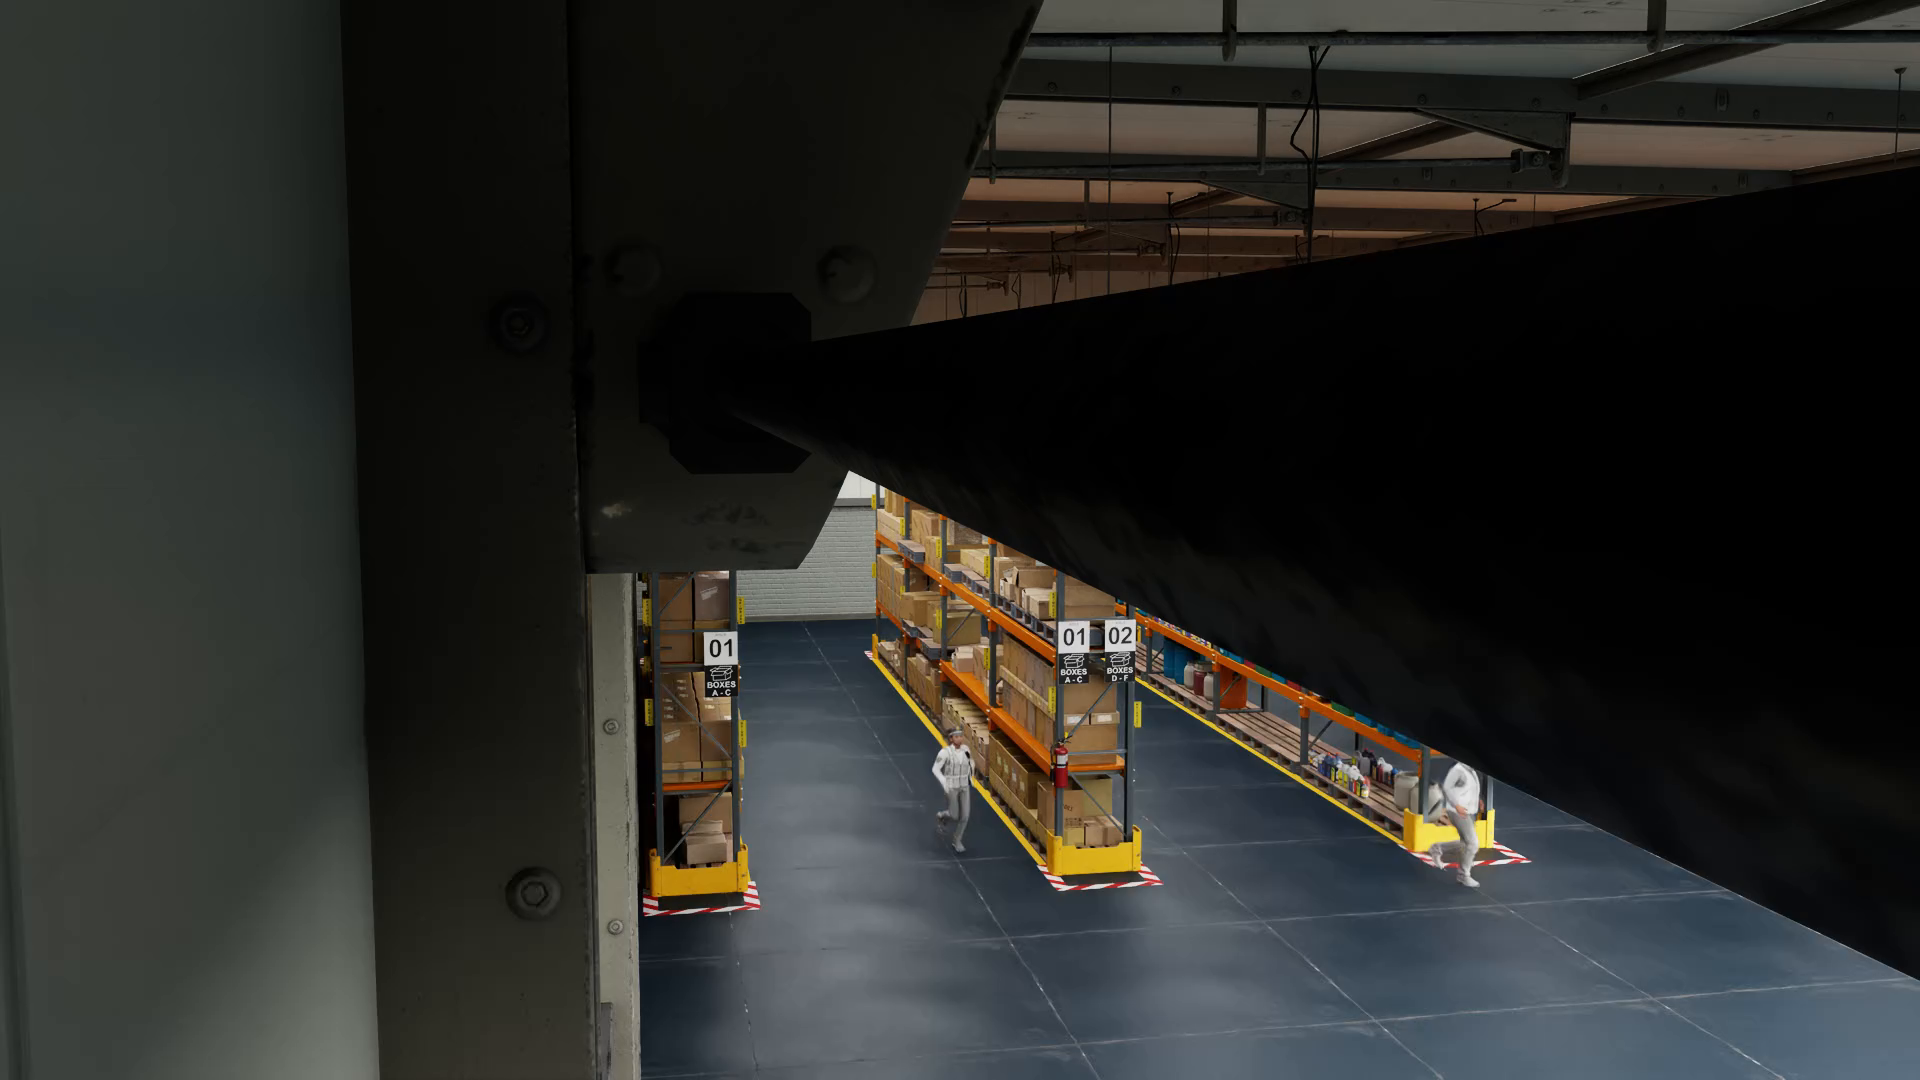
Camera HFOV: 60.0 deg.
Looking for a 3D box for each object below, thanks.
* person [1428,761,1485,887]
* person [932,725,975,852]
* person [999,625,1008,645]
[{"bbox_3d":[6.207,3.369,20.699,0.718,1.741,0.695,4,7,35],"label":"person"},{"bbox_3d":[-0.069,3.263,22.067,0.626,1.671,0.588,-3,6,-25],"label":"person"},{"bbox_3d":[0.834,1.832,35.623,0.650,1.781,0.714,-3,6,-25],"label":"person"}]
